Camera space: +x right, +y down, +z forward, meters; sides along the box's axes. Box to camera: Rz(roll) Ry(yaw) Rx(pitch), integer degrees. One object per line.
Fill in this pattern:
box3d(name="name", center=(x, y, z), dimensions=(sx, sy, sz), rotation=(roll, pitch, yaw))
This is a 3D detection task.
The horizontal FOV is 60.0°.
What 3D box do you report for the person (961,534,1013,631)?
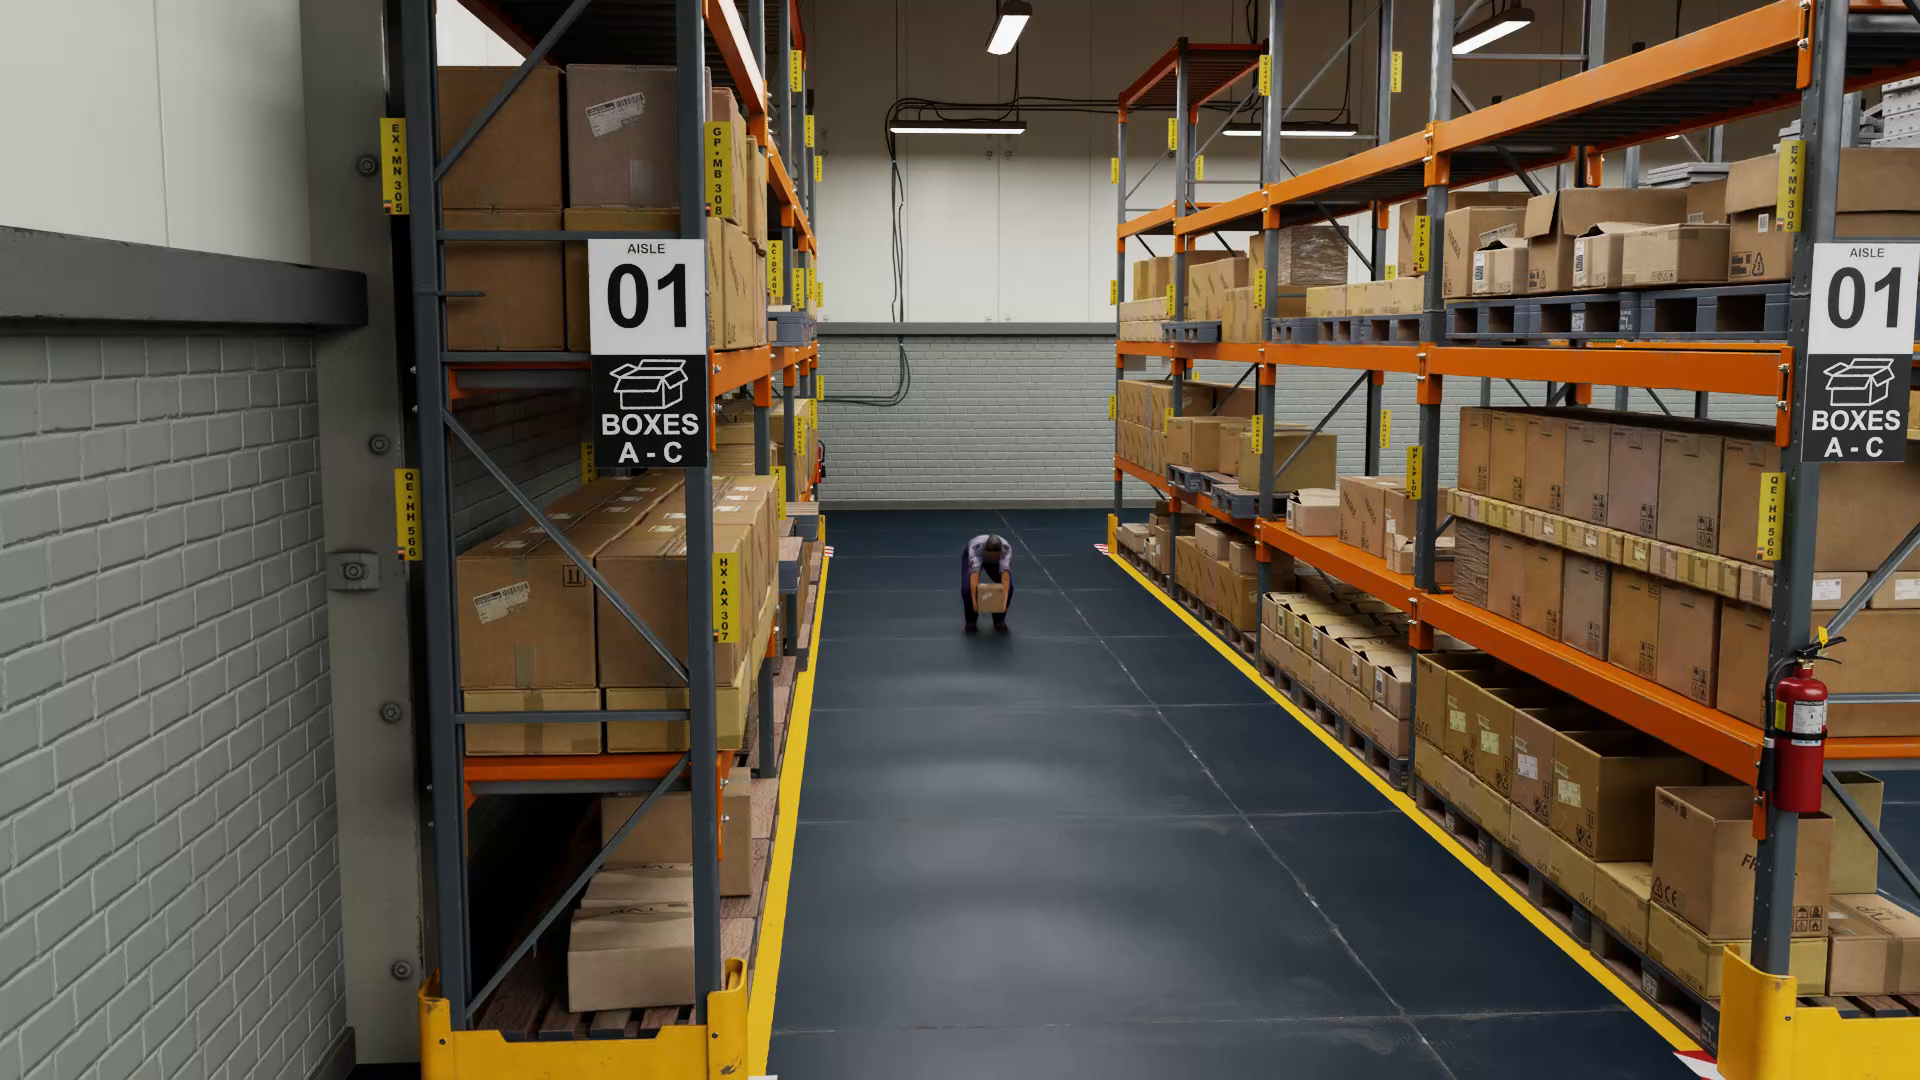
box3d(name="person", center=(0.268, 0.403, 16.214), dimensions=(0.515, 0.998, 0.893), rotation=(-1, 7, -6))
